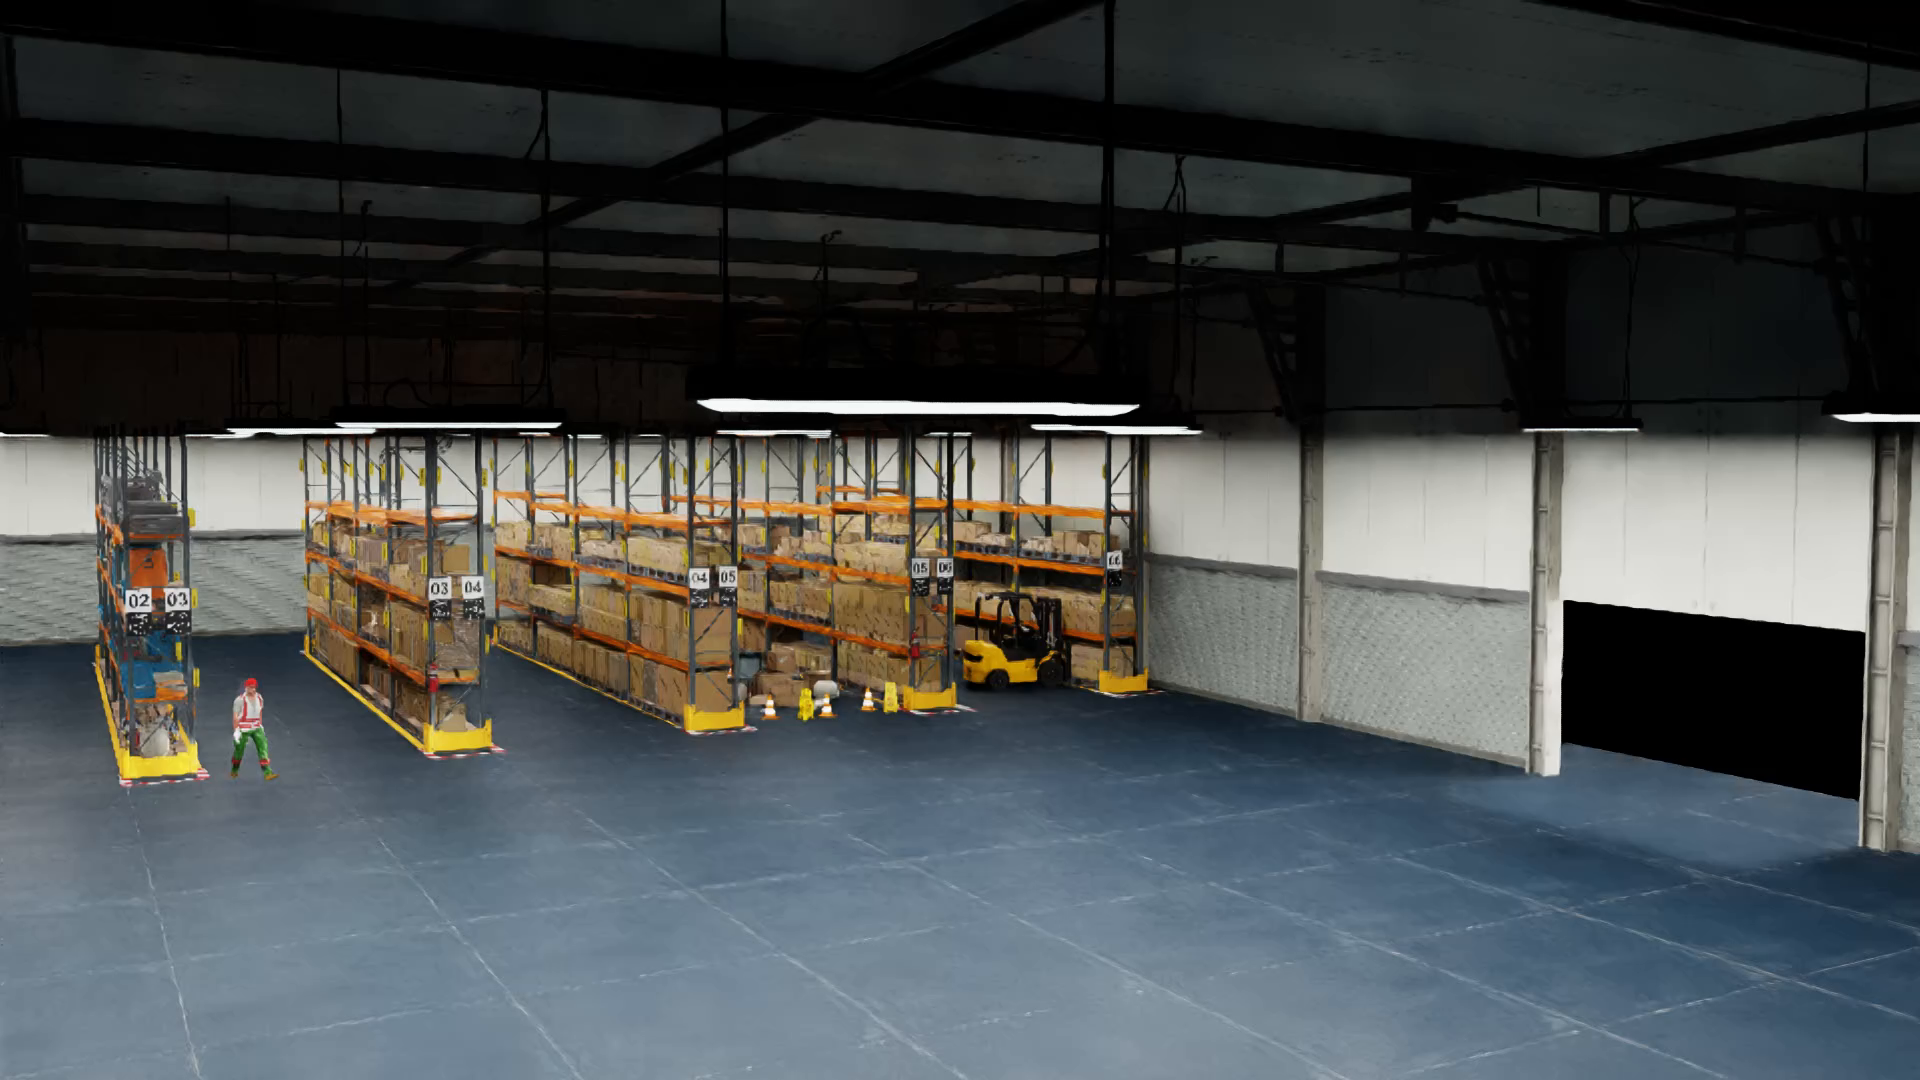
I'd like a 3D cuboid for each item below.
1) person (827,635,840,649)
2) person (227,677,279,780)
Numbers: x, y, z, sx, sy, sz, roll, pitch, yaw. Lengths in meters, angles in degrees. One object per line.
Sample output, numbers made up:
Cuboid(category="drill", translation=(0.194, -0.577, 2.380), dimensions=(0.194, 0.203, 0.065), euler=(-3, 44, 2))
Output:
Cuboid(category="person", translation=(-3.450, 2.159, 44.195), dimensions=(0.586, 1.748, 0.654), euler=(0, 3, 3))
Cuboid(category="person", translation=(-11.911, 3.166, 27.923), dimensions=(0.967, 1.746, 0.597), euler=(3, 4, 39))
